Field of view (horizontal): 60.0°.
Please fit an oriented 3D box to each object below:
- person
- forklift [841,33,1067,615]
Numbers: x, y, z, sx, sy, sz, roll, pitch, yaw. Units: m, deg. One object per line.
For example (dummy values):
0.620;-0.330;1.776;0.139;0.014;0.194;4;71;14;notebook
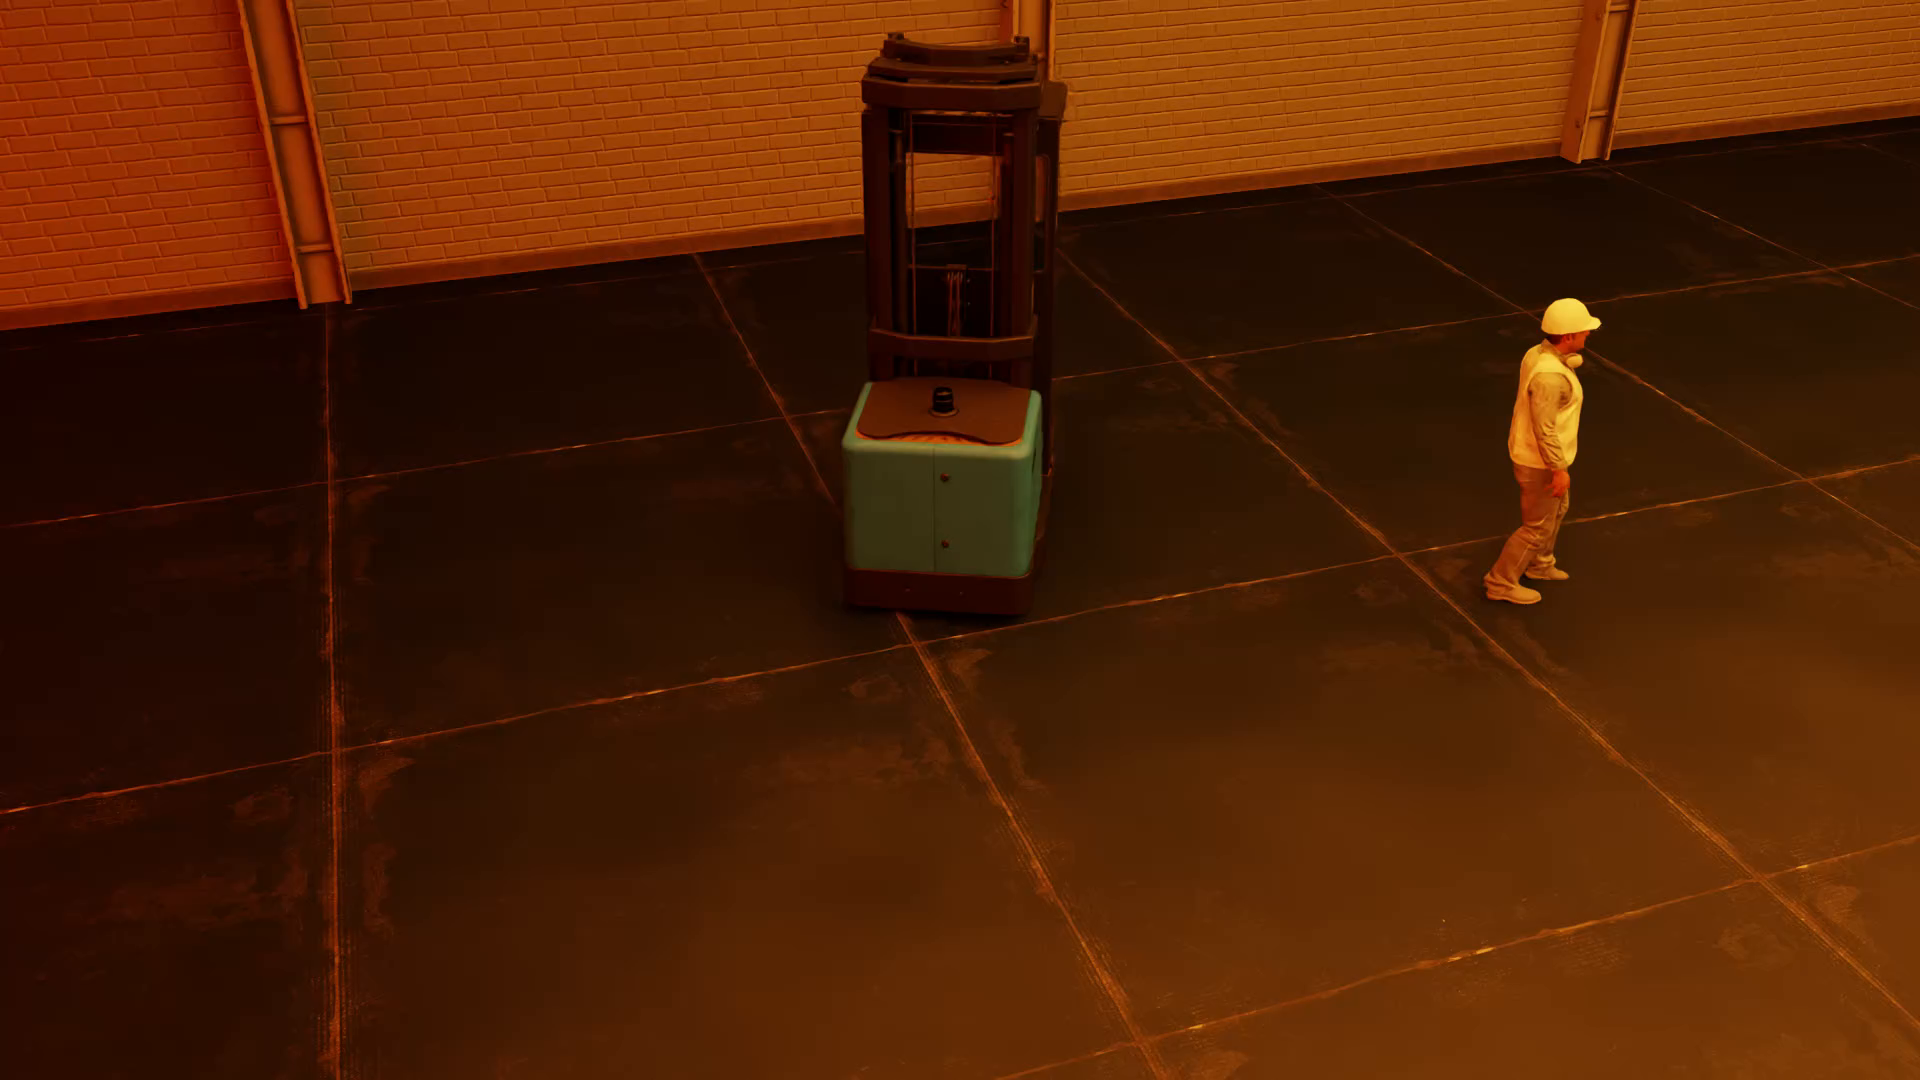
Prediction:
3.250;-0.453;9.090;0.527;1.806;0.615;6;31;11;person
0.030;-1.566;9.808;1.130;2.935;3.031;3;30;6;forklift
